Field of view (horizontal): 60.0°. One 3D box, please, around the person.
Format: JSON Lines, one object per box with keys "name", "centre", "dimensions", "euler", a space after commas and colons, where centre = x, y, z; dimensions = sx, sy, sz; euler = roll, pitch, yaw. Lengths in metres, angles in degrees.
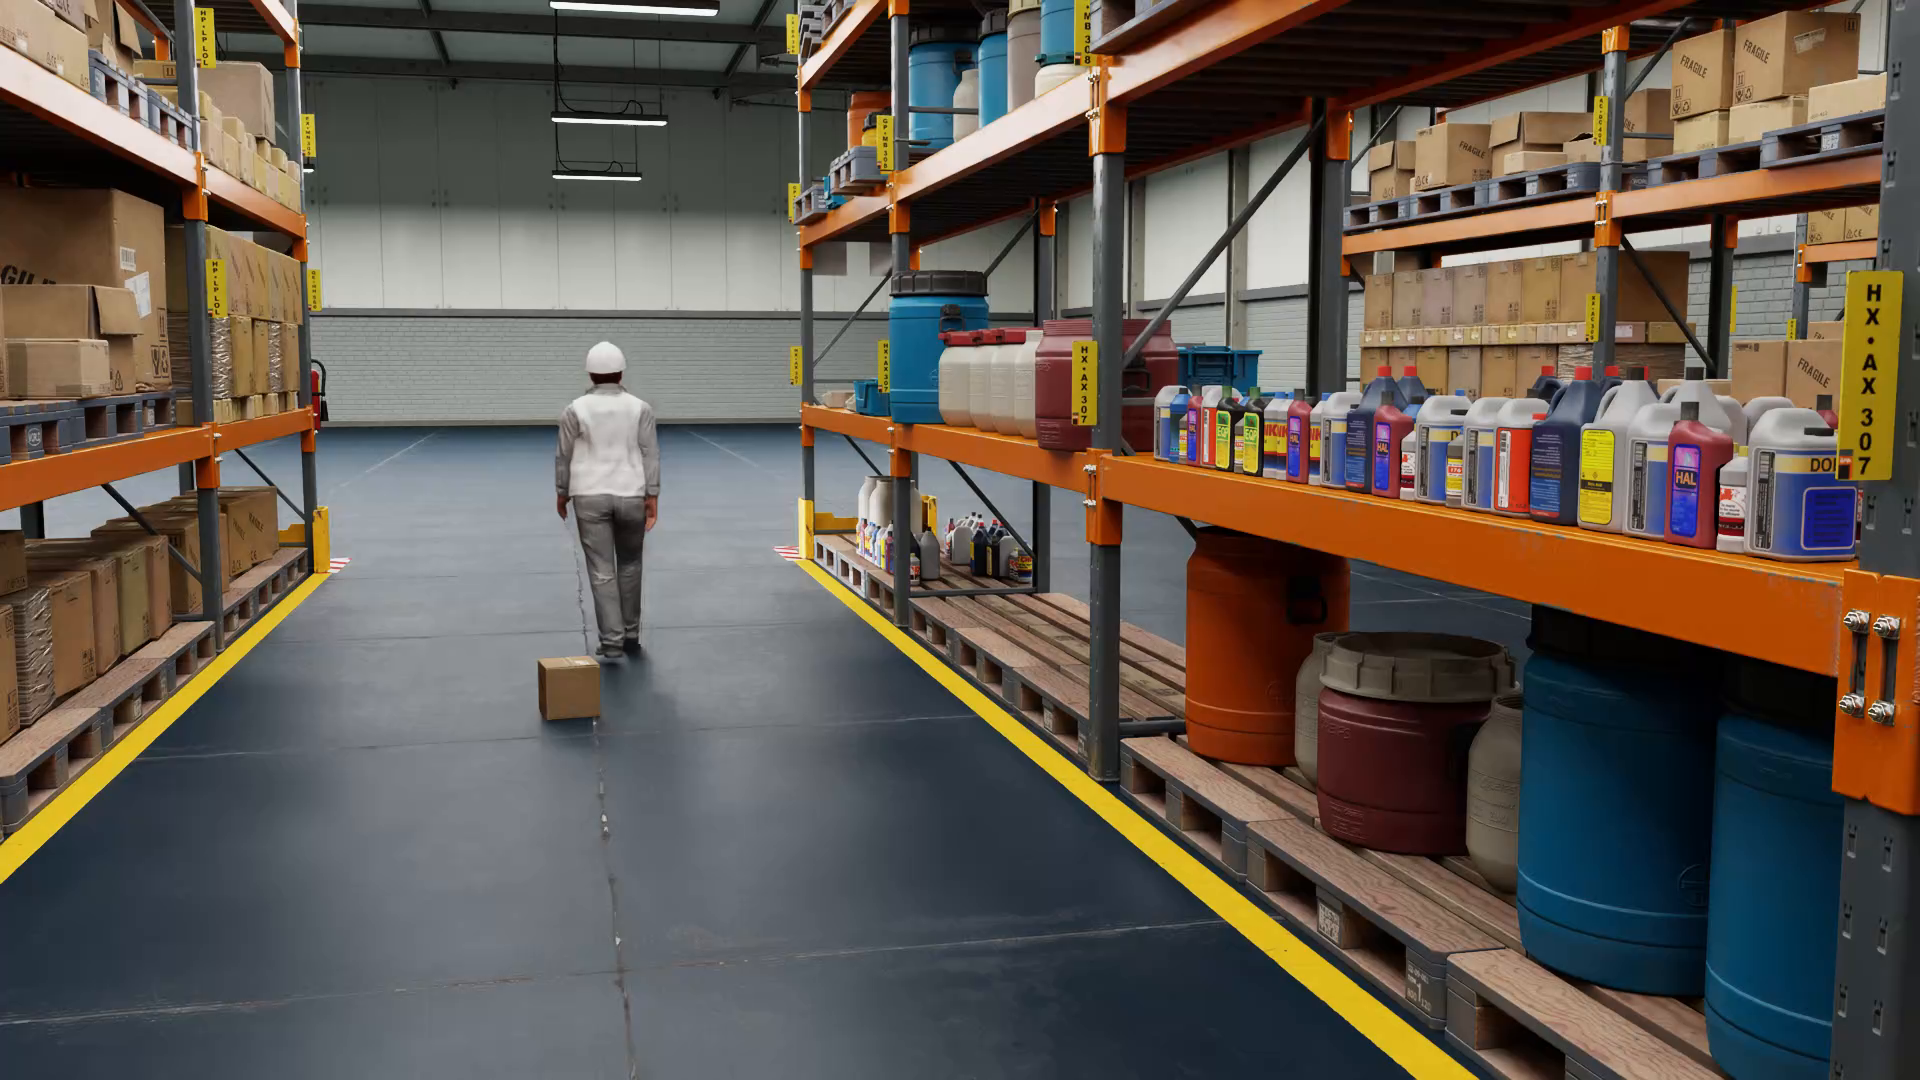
{"name": "person", "centre": [-1.999, -0.204, 9.415], "dimensions": [0.559, 1.822, 0.778], "euler": [-3, 7, -22]}
